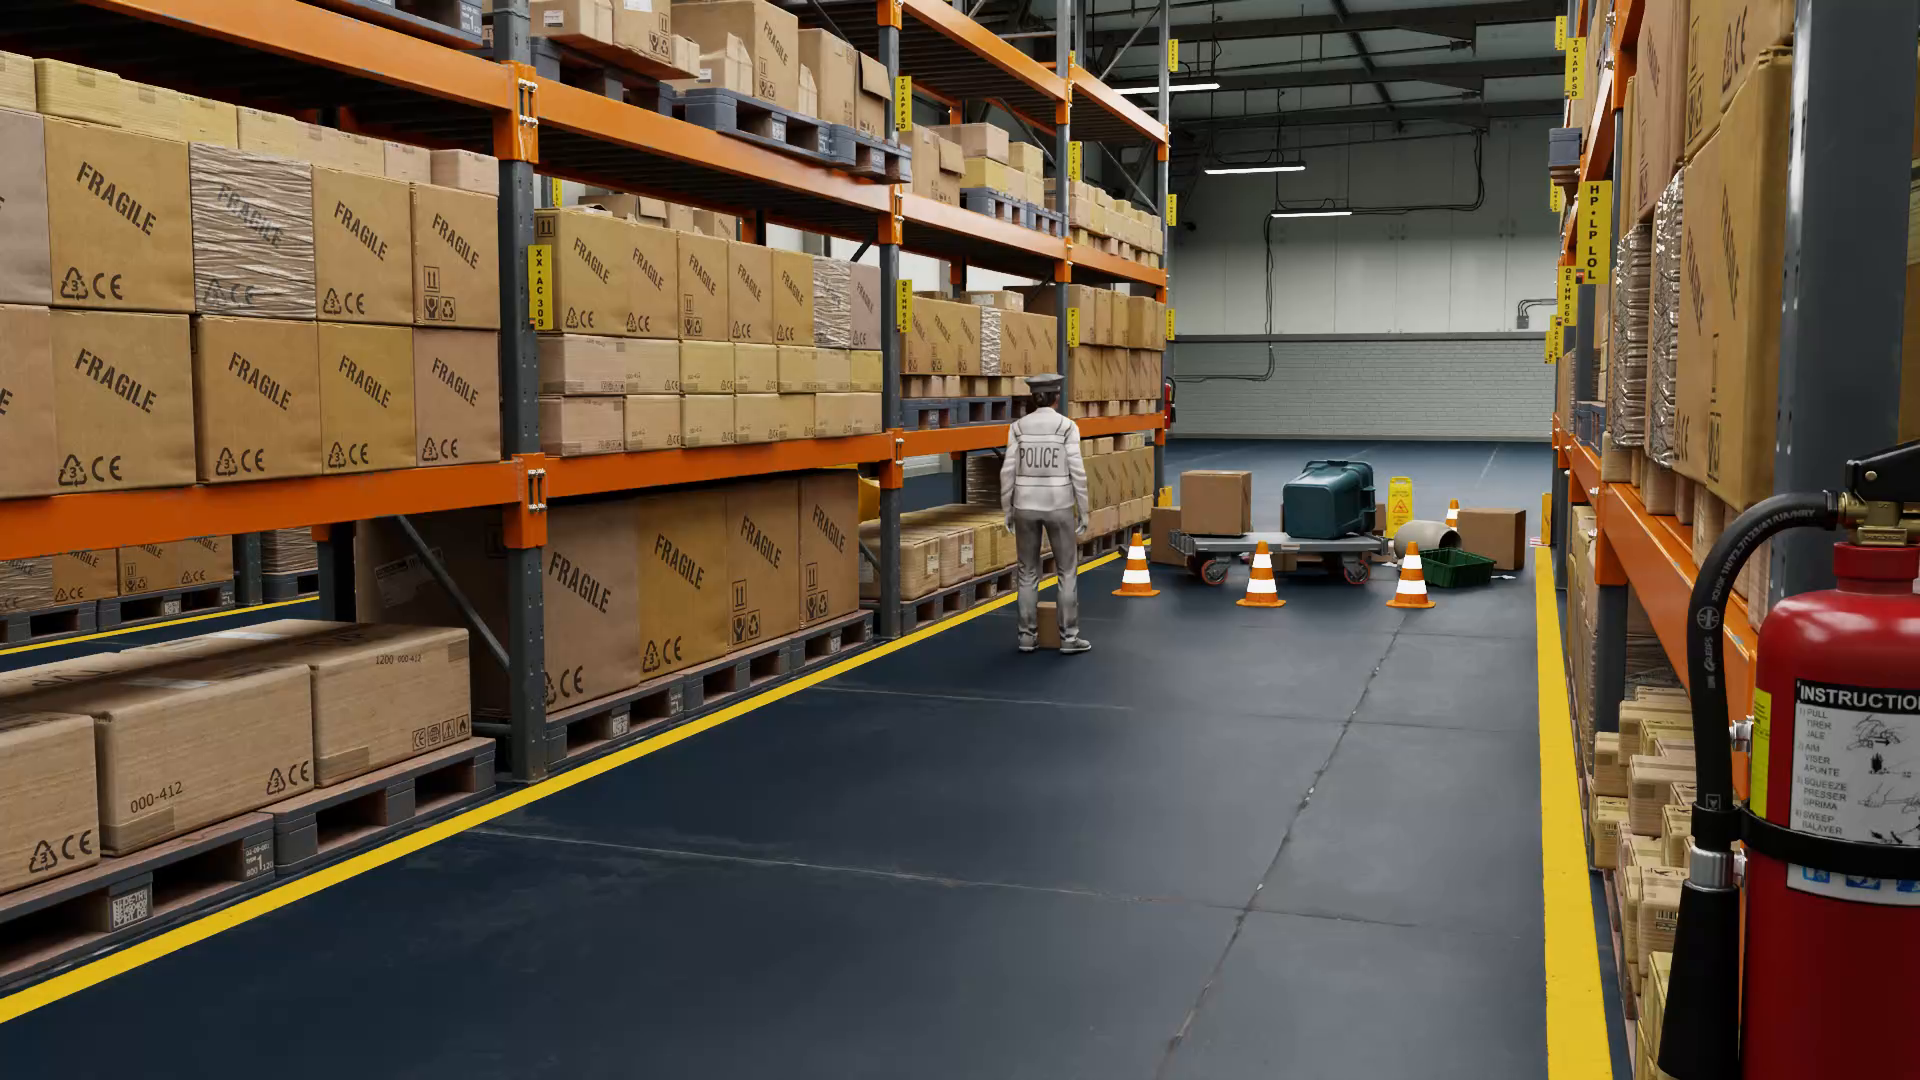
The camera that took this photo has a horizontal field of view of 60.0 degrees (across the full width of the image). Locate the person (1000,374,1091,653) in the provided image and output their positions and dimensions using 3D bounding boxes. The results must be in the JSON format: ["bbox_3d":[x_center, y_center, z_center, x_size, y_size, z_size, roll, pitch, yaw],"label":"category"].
[{"bbox_3d":[0.509,-0.159,9.942,0.536,1.663,0.379,2,6,18],"label":"person"}]
